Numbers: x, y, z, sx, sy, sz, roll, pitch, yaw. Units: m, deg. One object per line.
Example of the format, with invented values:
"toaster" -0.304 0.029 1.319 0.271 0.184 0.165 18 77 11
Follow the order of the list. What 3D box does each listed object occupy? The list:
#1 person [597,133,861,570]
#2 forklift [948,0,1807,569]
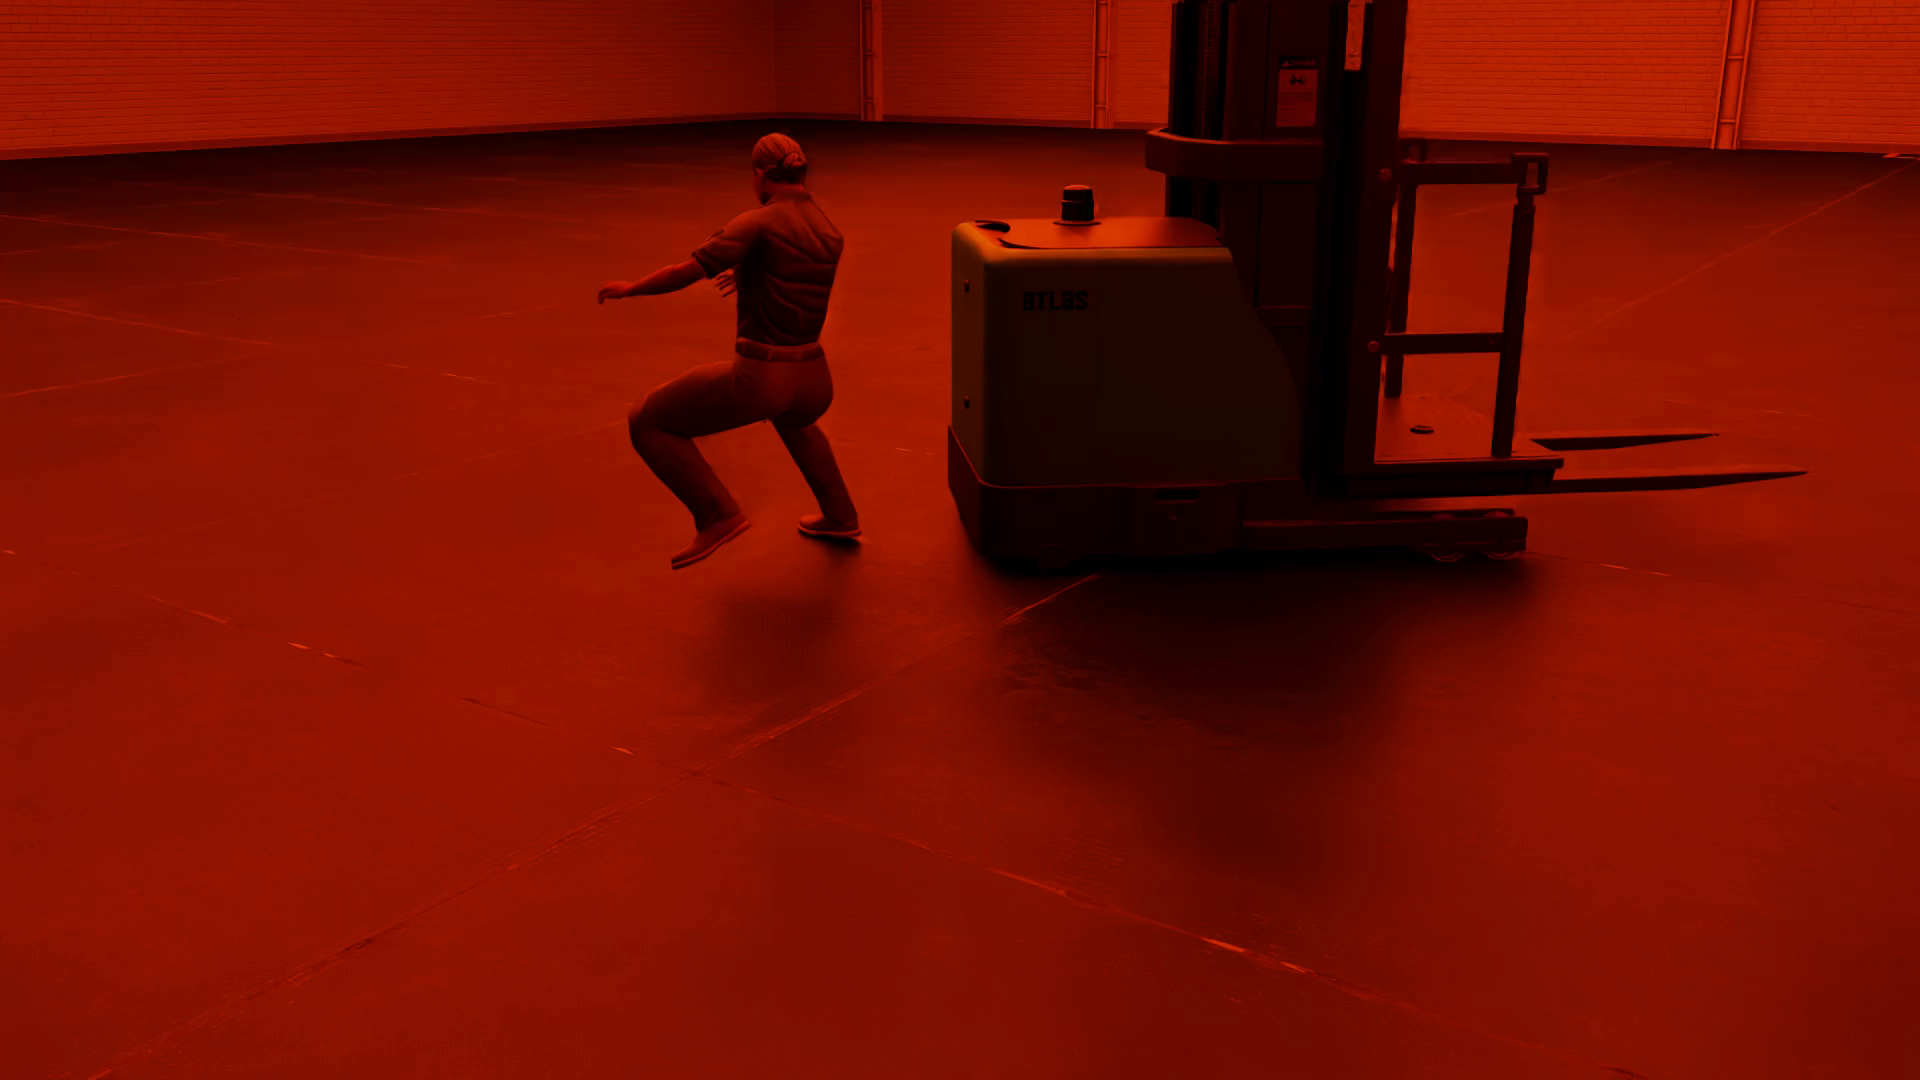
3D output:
"person" -0.721 -0.617 5.525 0.716 1.420 0.873 16 23 42
"forklift" 1.512 -1.476 5.768 3.031 2.935 1.130 -2 17 -7
